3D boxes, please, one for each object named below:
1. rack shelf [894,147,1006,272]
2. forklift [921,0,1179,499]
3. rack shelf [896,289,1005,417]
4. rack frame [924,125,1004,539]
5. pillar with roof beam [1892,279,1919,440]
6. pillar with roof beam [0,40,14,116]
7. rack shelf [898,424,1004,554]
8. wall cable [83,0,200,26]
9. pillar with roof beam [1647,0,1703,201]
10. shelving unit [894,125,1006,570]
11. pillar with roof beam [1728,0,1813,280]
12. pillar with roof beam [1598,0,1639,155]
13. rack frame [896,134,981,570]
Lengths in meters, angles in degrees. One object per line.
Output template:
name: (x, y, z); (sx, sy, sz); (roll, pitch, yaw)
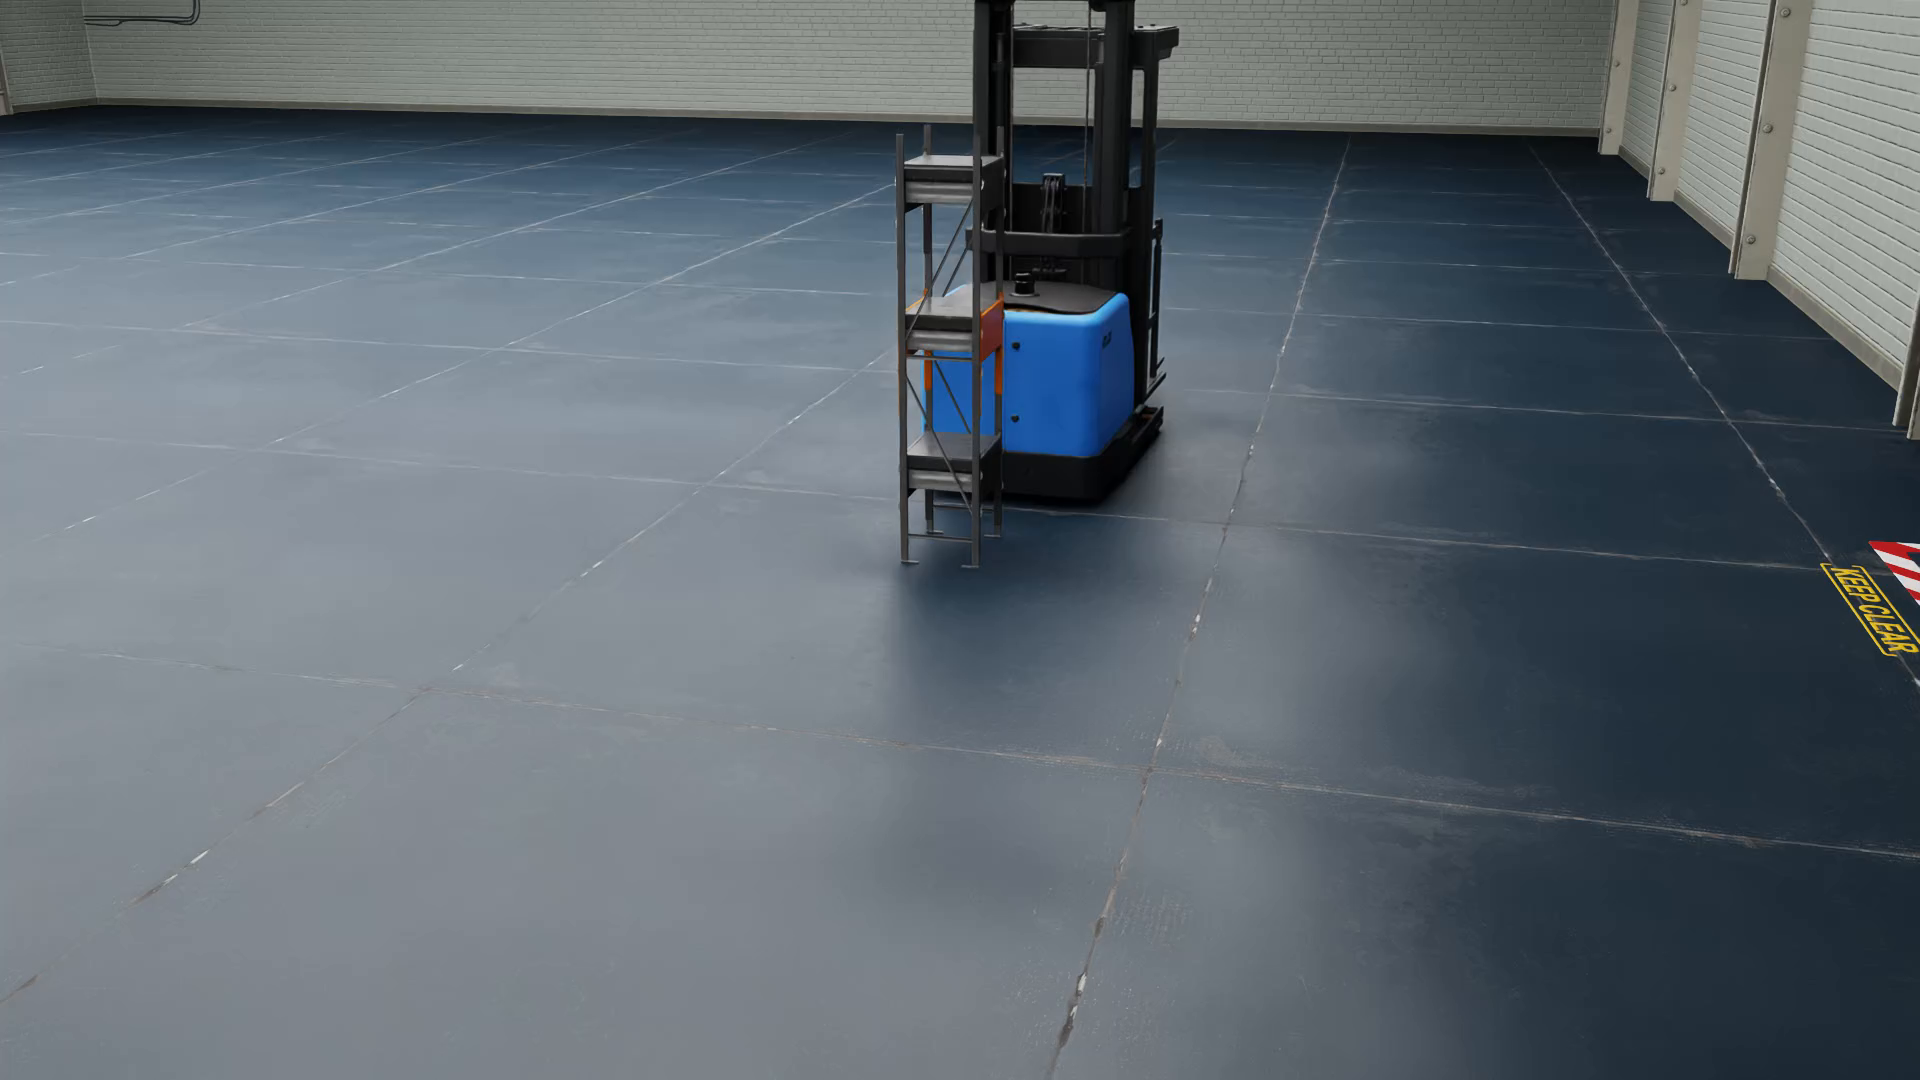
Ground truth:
rack shelf: (-0.040, -1.591, 7.974); (0.431, 0.518, 0.480); (5, 19, 13)
forklift: (0.683, -2.051, 10.157); (1.130, 2.935, 3.031); (6, 20, 16)
rack shelf: (-0.040, -0.929, 8.201); (0.431, 0.518, 0.480); (5, 19, 13)
rack frame: (0.019, -1.018, 8.420); (0.400, 2.100, 0.015); (5, 19, 13)
pillar with roof beam: (2.055, -5.291, 10.255); (9.100, 9.000, 0.400); (5, 19, 13)
pillar with roof beam: (-15.743, -12.740, 32.065); (9.100, 9.000, 0.400); (5, 19, 13)
rack shelf: (-0.040, -0.266, 8.427); (0.431, 0.518, 0.480); (5, 19, 13)
wall cable: (-17.916, -12.430, 35.960); (3.097, 2.526, 0.112); (5, 19, 13)
pillar with roof beam: (4.987, -9.052, 21.266); (9.100, 9.000, 0.400); (5, 19, 13)
shelving unit: (-0.040, -0.942, 8.196); (0.431, 2.100, 0.503); (5, 19, 13)
pillar with roof beam: (3.521, -7.171, 15.761); (9.100, 9.000, 0.400); (5, 19, 13)
pillar with roof beam: (6.453, -10.932, 26.772); (9.100, 9.000, 0.400); (5, 19, 13)
rack frame: (-0.100, -0.865, 7.972); (0.400, 2.100, 0.015); (5, 19, 13)
